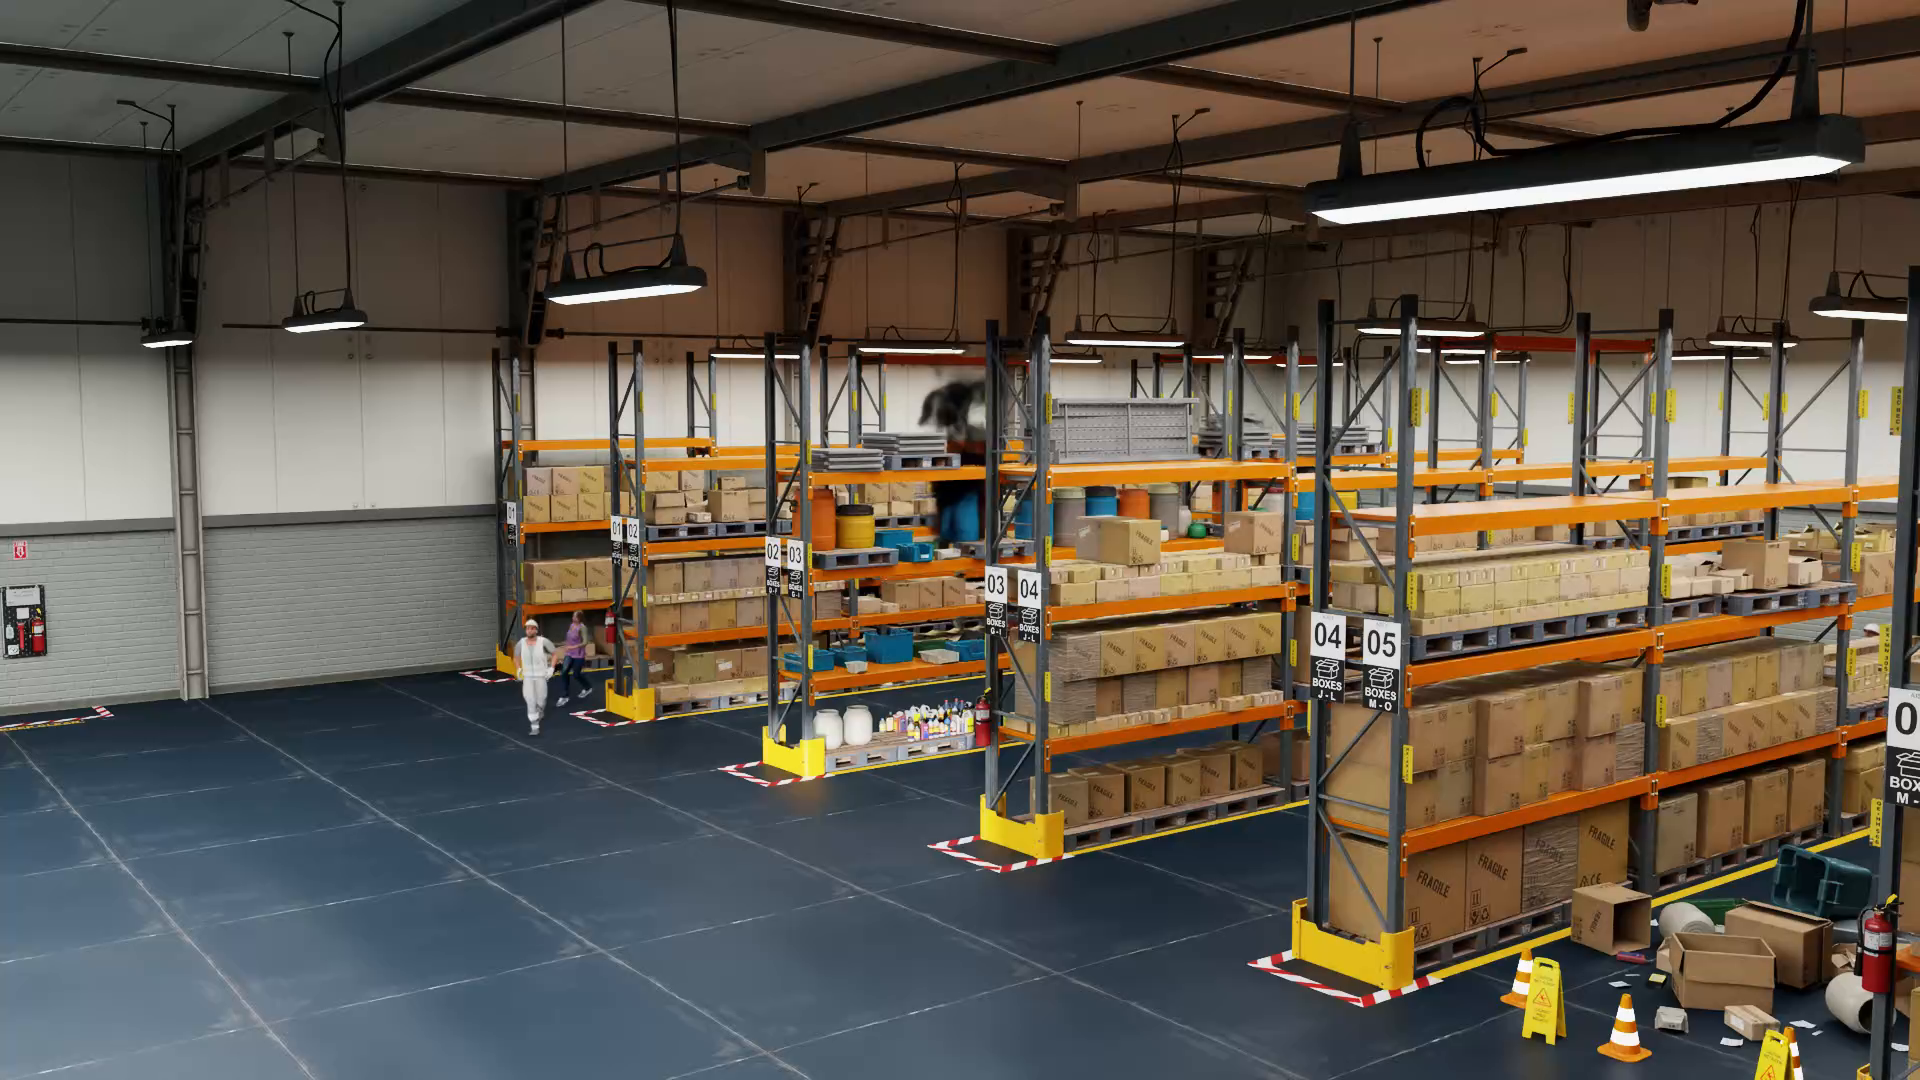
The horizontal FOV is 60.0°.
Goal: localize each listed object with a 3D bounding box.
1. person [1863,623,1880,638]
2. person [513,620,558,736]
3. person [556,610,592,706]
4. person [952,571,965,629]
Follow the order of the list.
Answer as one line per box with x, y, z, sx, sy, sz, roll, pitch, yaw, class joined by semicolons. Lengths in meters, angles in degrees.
13.387;2.120;24.573;0.717;1.794;0.658;-4;6;-38;person
-6.454;2.073;25.303;0.660;1.756;0.676;0;5;-4;person
-6.353;1.951;27.718;0.543;1.602;0.753;3;6;34;person
0.015;1.420;33.104;0.600;1.681;0.892;4;7;41;person
